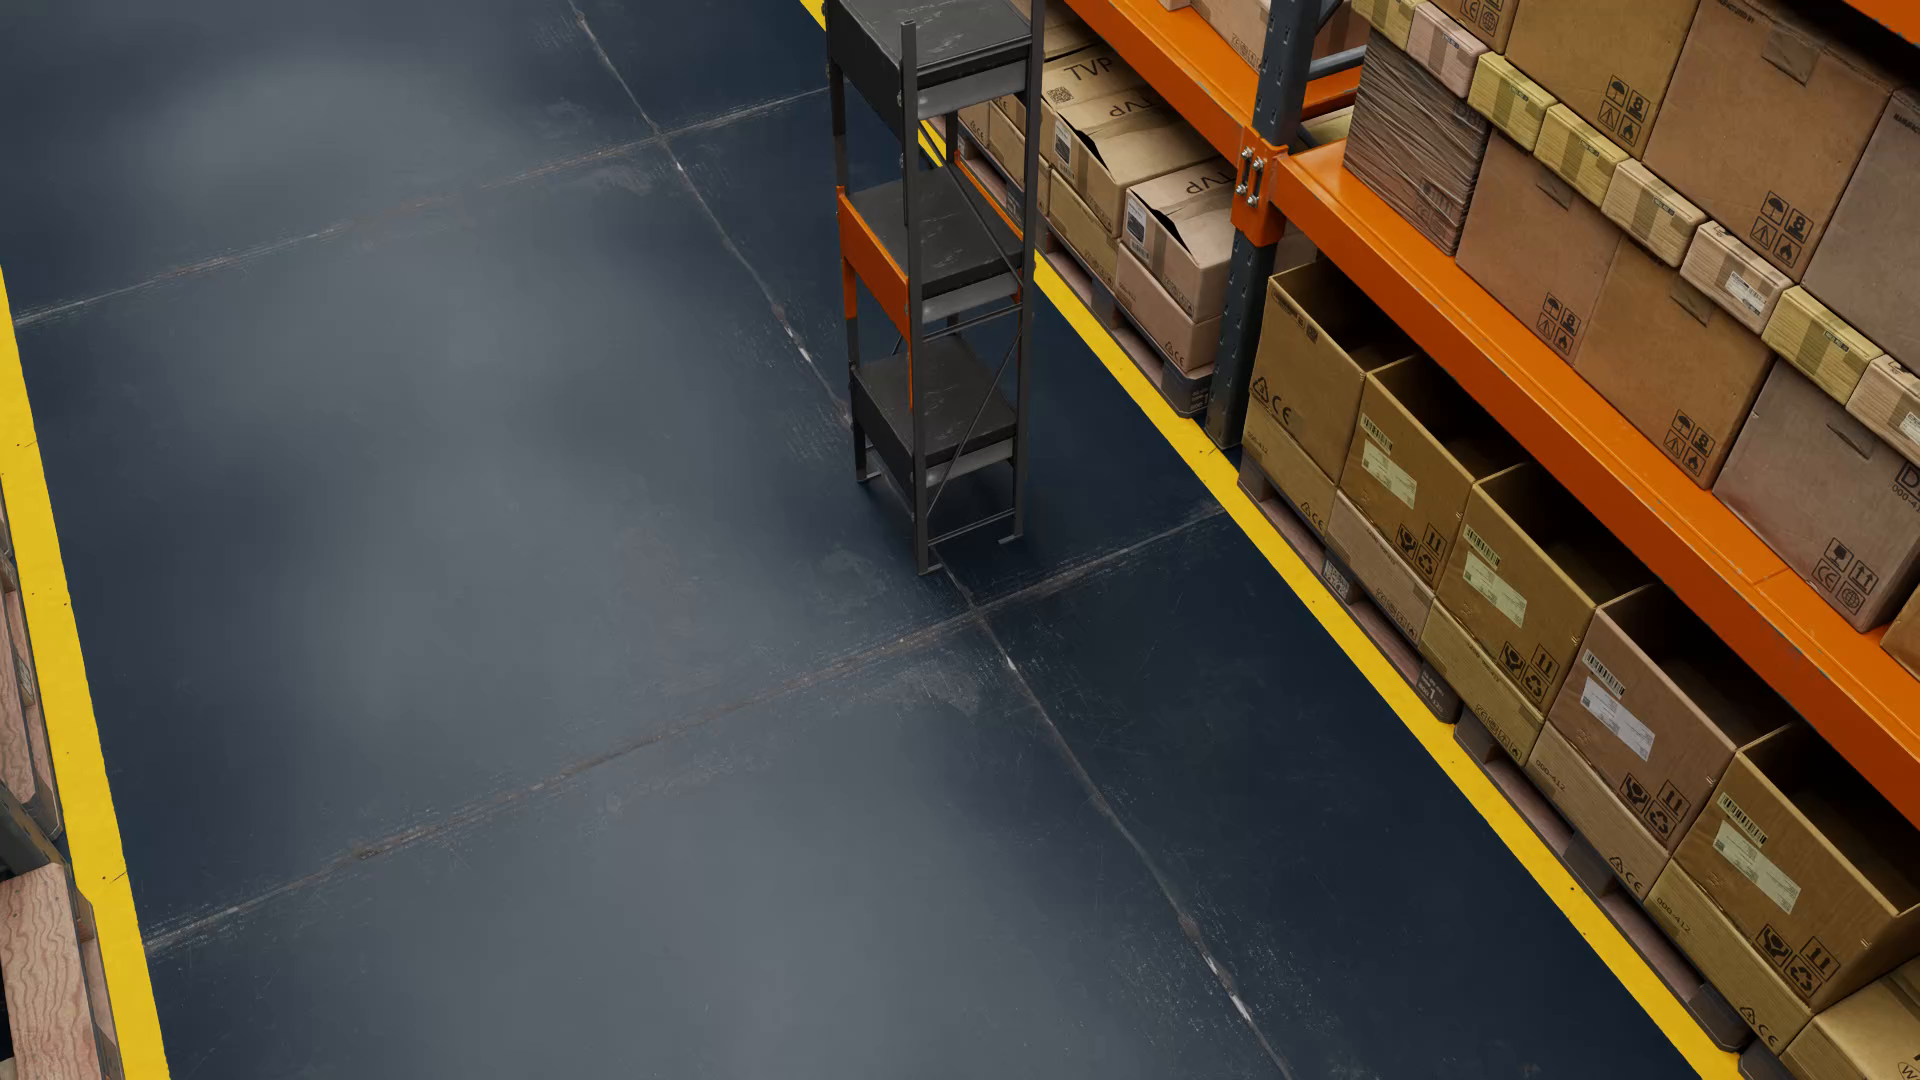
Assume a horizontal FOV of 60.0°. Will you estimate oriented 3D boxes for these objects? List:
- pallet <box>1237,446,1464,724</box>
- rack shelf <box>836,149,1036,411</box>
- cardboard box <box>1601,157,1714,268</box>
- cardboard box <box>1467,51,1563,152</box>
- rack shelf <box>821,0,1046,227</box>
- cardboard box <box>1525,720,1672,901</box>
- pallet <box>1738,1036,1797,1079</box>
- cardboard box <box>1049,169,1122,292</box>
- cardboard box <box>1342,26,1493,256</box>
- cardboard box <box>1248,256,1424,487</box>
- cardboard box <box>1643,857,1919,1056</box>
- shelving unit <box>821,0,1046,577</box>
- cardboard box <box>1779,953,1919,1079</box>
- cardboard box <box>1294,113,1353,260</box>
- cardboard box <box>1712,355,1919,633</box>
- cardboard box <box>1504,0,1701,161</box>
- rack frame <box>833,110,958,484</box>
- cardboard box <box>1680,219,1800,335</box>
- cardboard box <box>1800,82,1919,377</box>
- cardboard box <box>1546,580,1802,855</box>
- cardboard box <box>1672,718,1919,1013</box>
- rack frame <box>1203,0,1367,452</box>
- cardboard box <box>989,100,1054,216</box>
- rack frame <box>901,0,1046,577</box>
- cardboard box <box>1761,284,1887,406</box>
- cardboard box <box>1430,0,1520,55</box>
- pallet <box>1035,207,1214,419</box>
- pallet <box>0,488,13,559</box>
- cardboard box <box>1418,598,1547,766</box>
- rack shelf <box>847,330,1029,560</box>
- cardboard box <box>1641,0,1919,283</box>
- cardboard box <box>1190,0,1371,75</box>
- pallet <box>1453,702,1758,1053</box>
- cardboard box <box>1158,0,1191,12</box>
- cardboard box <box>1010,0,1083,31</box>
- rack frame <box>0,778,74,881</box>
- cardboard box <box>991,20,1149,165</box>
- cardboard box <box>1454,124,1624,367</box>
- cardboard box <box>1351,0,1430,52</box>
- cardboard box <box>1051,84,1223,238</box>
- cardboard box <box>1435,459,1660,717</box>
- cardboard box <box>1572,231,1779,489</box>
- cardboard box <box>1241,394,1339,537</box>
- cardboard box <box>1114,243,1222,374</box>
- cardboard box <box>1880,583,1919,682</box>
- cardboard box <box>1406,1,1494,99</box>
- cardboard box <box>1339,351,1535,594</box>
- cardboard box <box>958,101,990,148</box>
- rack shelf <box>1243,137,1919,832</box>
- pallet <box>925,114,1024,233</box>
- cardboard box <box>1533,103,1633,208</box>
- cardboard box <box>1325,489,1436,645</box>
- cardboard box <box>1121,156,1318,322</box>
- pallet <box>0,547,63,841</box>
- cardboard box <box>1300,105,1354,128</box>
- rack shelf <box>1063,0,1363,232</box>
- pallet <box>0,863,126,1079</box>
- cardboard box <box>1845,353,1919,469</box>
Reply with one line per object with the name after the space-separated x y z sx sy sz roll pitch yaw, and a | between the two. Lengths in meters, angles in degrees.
1.691 -0.054 5.657 1.003 0.211 1.213 -21 52 -18 | pallet
-0.076 -0.793 5.067 0.431 0.518 0.480 -21 52 -18 | rack shelf
1.783 -0.835 3.990 0.380 0.149 0.250 -23 53 -19 | cardboard box
1.550 -1.178 4.290 0.380 0.149 0.250 -22 53 -18 | cardboard box
-0.076 -1.254 4.540 0.431 0.518 0.480 -21 52 -18 | rack shelf
1.989 0.669 4.720 0.500 0.250 0.500 -21 52 -18 | cardboard box
2.807 1.579 4.228 1.003 0.211 1.213 -21 52 -18 | pallet
0.687 -1.268 6.414 0.500 0.250 0.500 -22 52 -18 | cardboard box
1.573 -1.257 4.790 0.700 0.500 0.500 -22 53 -18 | cardboard box
1.298 -0.580 5.314 0.500 0.500 0.500 -21 52 -18 | cardboard box
2.217 1.004 4.427 0.500 0.250 0.500 -21 52 -18 | cardboard box
-0.076 -0.802 5.057 0.431 2.100 0.503 -21 52 -18 | shelving unit
2.447 1.338 4.135 0.500 0.250 0.500 -21 52 -18 | cardboard box
1.396 -1.298 6.068 0.500 0.311 0.500 -21 52 -17 | cardboard box
2.281 -0.226 3.889 0.700 0.500 0.500 -20 52 -16 | cardboard box
1.805 -1.346 4.006 0.700 0.500 0.500 -21 52 -18 | cardboard box
-0.187 -0.965 5.199 0.400 2.100 0.015 -21 52 -18 | rack frame
1.908 -0.657 3.835 0.380 0.149 0.250 -23 53 -19 | cardboard box
2.262 -0.676 3.420 0.700 0.500 0.500 -21 52 -17 | cardboard box
1.986 0.423 4.437 0.500 0.500 0.500 -21 52 -18 | cardboard box
2.214 0.758 4.144 0.500 0.500 0.500 -21 52 -18 | cardboard box
1.364 -1.518 5.085 1.000 3.000 0.127 -21 52 -18 | rack frame
0.452 -1.611 6.714 0.500 0.250 0.500 -20 52 -17 | cardboard box
0.036 -0.639 4.914 0.400 2.100 0.015 -21 52 -18 | rack frame
2.027 -0.483 3.682 0.380 0.149 0.250 -22 52 -18 | cardboard box
1.573 -1.684 4.301 0.700 0.500 0.500 -21 52 -17 | cardboard box
0.992 -1.080 6.554 1.003 0.211 1.213 -21 52 -18 | pallet
-3.959 -0.230 5.811 1.003 0.211 1.213 -21 52 -18 | pallet
1.755 0.336 5.011 0.500 0.250 0.500 -21 52 -18 | cardboard box
-0.076 -0.332 5.594 0.431 0.518 0.480 -21 52 -18 | rack shelf
2.034 -1.010 3.713 0.700 0.500 0.500 -21 52 -18 | cardboard box
1.100 -1.784 5.417 0.500 0.250 0.500 -18 51 -15 | cardboard box
2.253 0.764 4.942 1.003 0.211 1.213 -21 52 -18 | pallet
0.798 -1.999 5.595 0.396 0.266 0.258 -22 52 -18 | cardboard box
0.227 -2.127 6.793 0.500 0.311 0.500 -22 52 -18 | cardboard box
-3.039 0.190 3.591 1.000 3.000 0.127 -21 52 -18 | rack frame
0.454 -1.789 6.497 0.500 0.311 0.500 -21 52 -18 | cardboard box
1.820 -0.906 4.483 0.700 0.500 0.500 -22 52 -18 | cardboard box
1.315 -1.518 4.588 0.380 0.149 0.250 -21 52 -18 | cardboard box
0.680 -1.454 6.204 0.500 0.311 0.500 -20 52 -17 | cardboard box
1.756 0.089 4.729 0.500 0.500 0.500 -21 52 -18 | cardboard box
2.046 -0.569 4.188 0.700 0.500 0.500 -20 52 -17 | cardboard box
1.307 -0.337 5.599 0.500 0.250 0.500 -21 52 -18 | cardboard box
0.917 -0.929 6.118 0.500 0.250 0.500 -22 52 -18 | cardboard box
2.526 0.125 3.582 0.700 0.500 0.500 -21 52 -17 | cardboard box
1.430 -1.350 4.441 0.380 0.149 0.250 -20 52 -17 | cardboard box
1.534 -0.248 5.024 0.500 0.500 0.500 -21 52 -18 | cardboard box
0.221 -1.952 7.012 0.500 0.250 0.500 -20 52 -17 | cardboard box
2.279 0.057 4.185 1.077 0.370 4.000 -21 52 -18 | rack shelf
0.430 -1.898 7.269 1.003 0.211 1.213 -21 52 -18 | pallet
1.671 -1.003 4.137 0.380 0.149 0.250 -22 52 -18 | cardboard box
1.531 0.000 5.305 0.500 0.250 0.500 -21 52 -18 | cardboard box
0.924 -1.108 5.902 0.500 0.311 0.500 -21 52 -18 | cardboard box
-3.396 0.588 5.096 1.003 0.211 1.213 -21 52 -18 | pallet
1.172 -1.635 6.363 0.500 0.311 0.500 -22 52 -18 | cardboard box
0.449 -2.620 6.527 1.077 0.370 4.000 -21 52 -18 | rack shelf
-2.700 1.546 4.258 1.003 0.211 1.213 -21 52 -18 | pallet
2.139 -0.315 3.536 0.380 0.149 0.250 -22 52 -18 | cardboard box
